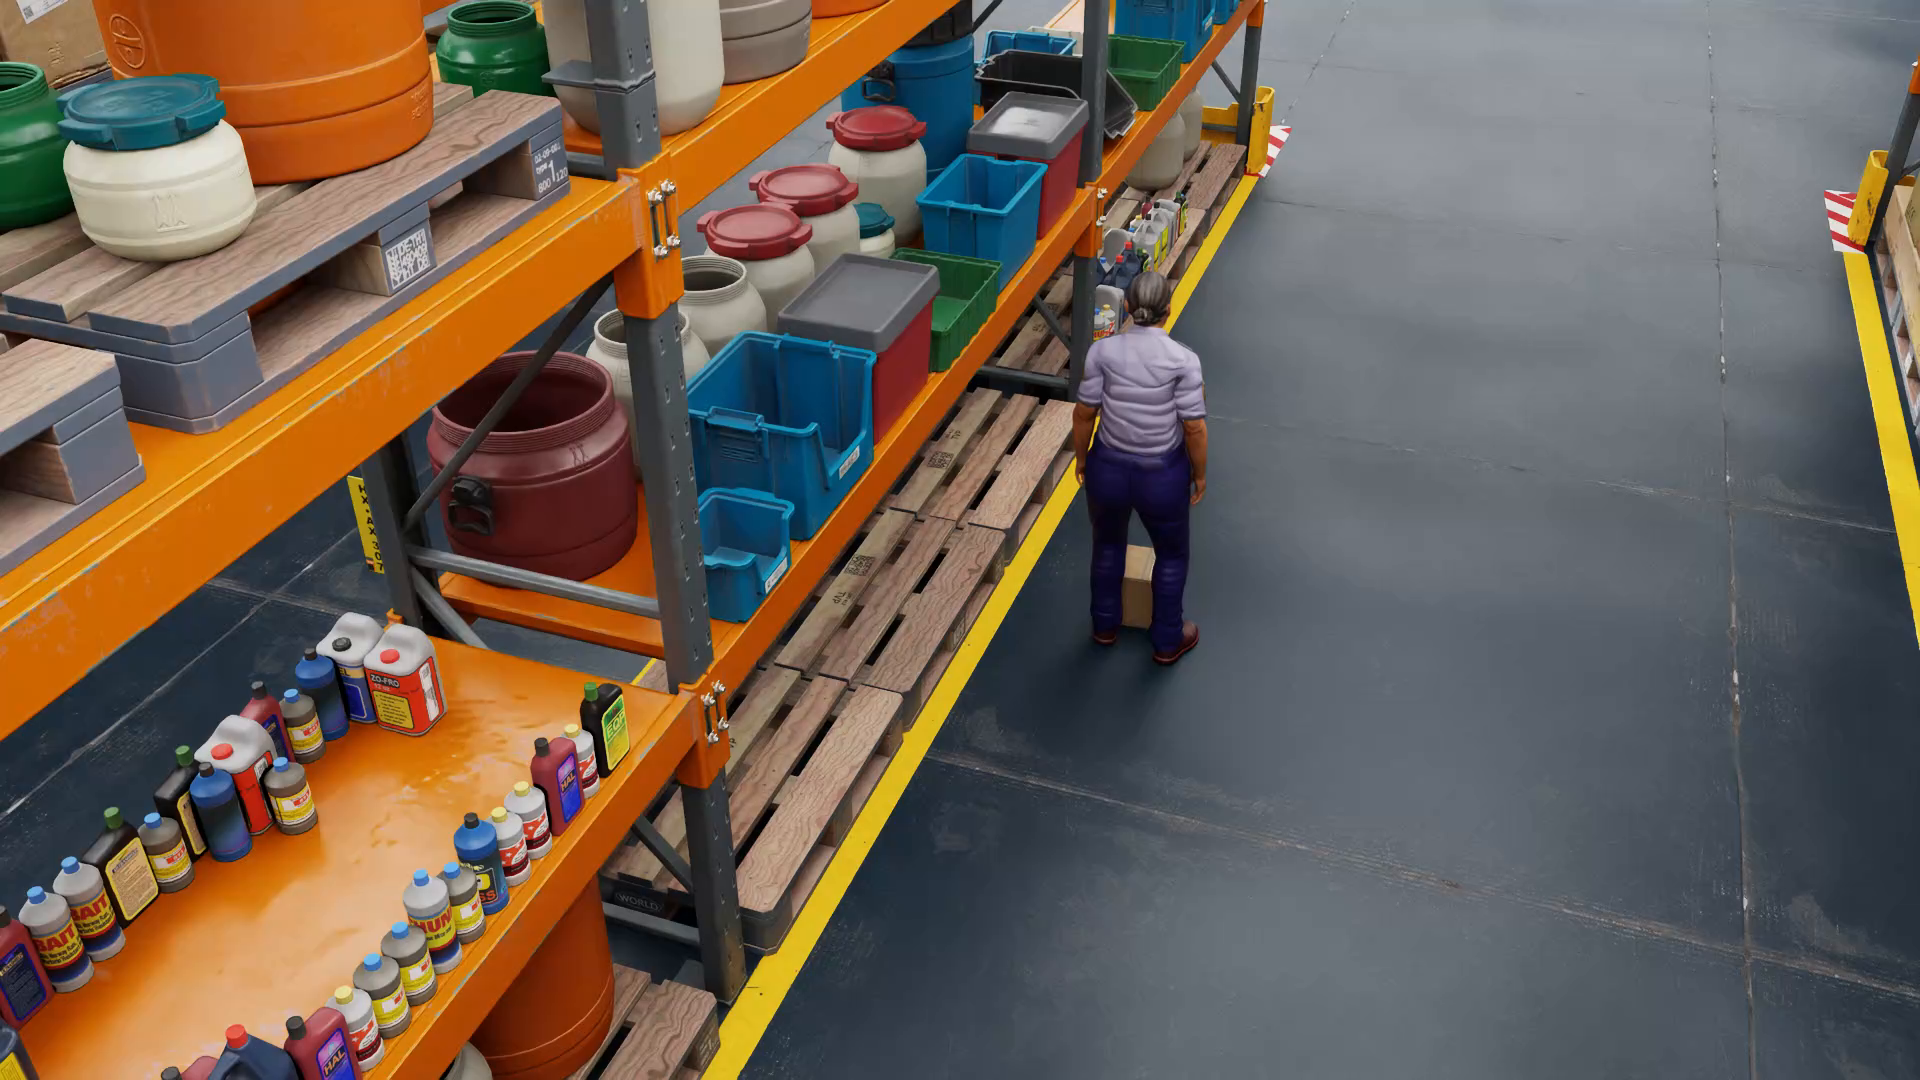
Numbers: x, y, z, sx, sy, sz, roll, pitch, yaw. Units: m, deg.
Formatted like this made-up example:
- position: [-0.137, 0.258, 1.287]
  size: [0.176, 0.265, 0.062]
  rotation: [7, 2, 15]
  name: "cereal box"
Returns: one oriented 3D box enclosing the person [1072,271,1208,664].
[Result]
- position: [0.717, -0.268, 6.557]
  size: [0.551, 1.648, 0.415]
  rotation: [11, 35, 15]
  name: "person"
